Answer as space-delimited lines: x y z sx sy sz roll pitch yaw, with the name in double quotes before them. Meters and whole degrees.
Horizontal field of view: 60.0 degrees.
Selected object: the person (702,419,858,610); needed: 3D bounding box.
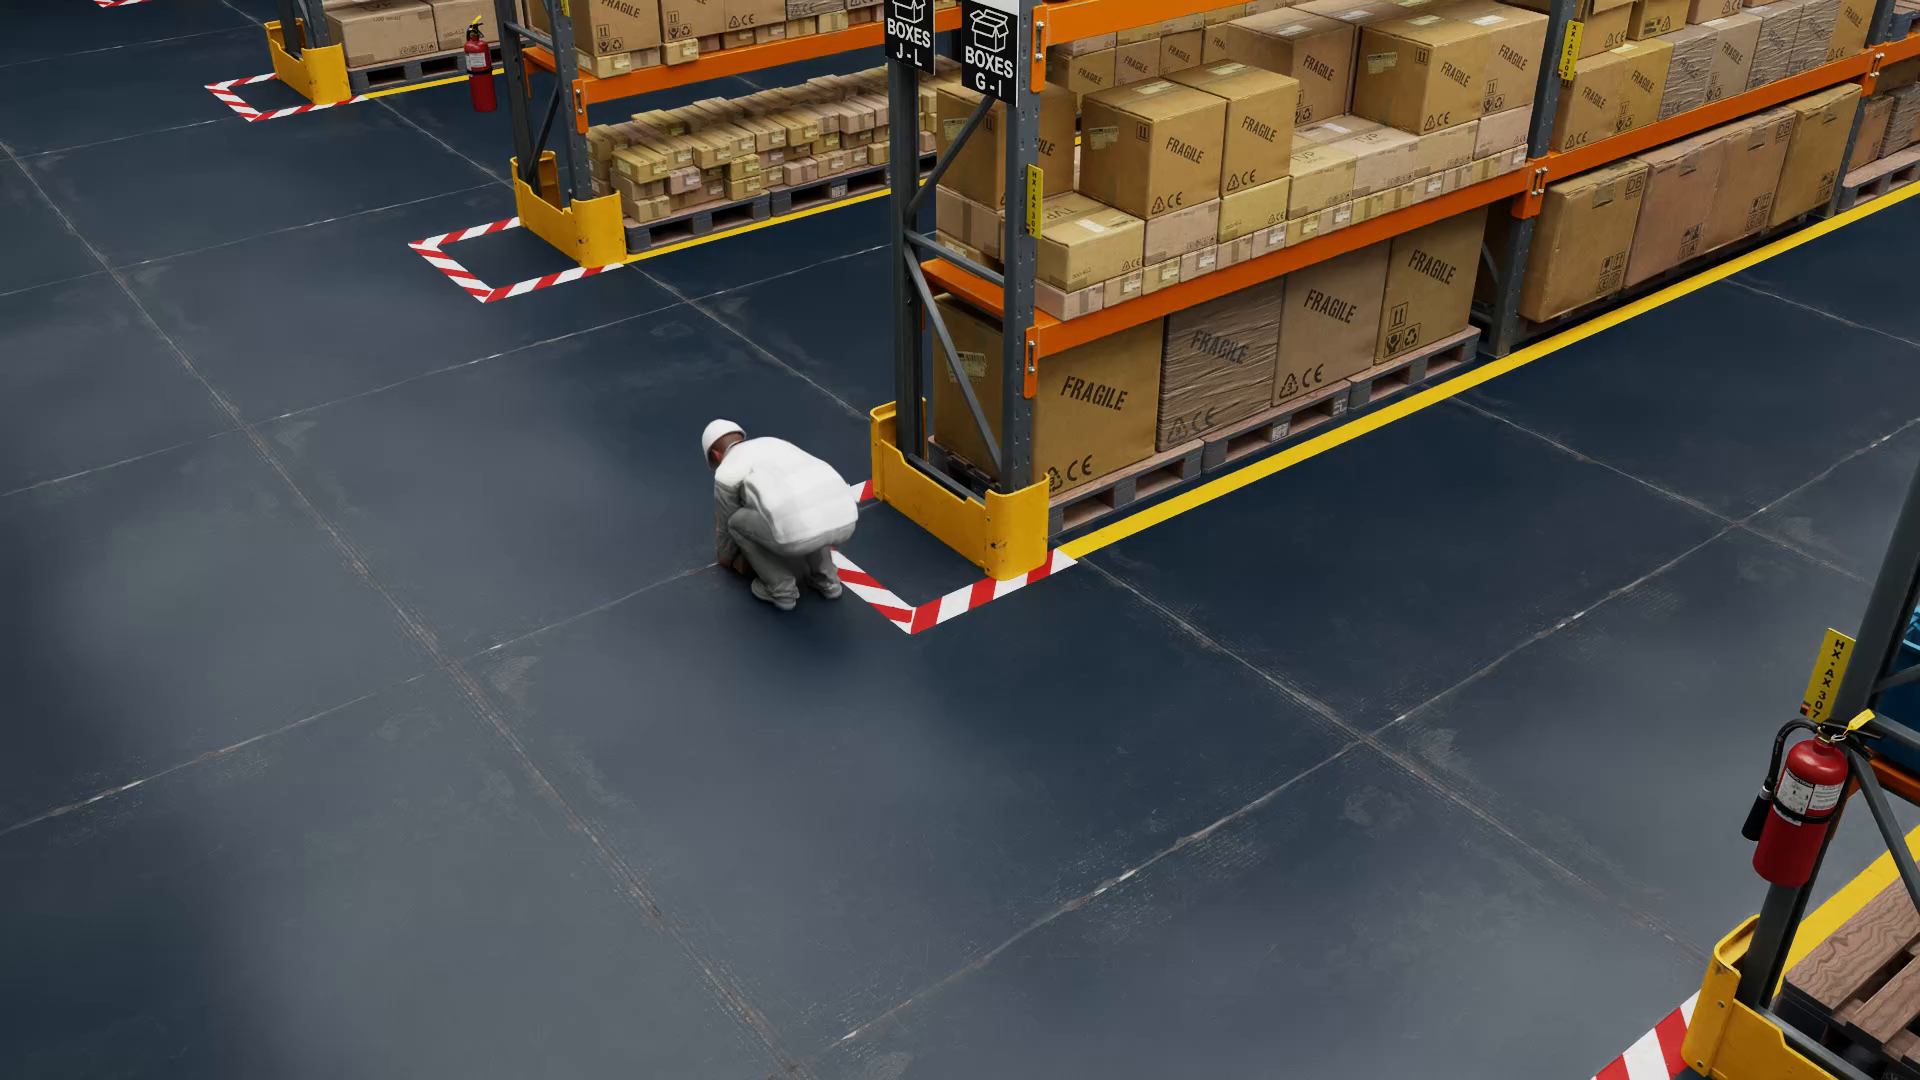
"person" -0.923 -0.118 8.262 0.504 0.791 0.988 -23 39 -32
